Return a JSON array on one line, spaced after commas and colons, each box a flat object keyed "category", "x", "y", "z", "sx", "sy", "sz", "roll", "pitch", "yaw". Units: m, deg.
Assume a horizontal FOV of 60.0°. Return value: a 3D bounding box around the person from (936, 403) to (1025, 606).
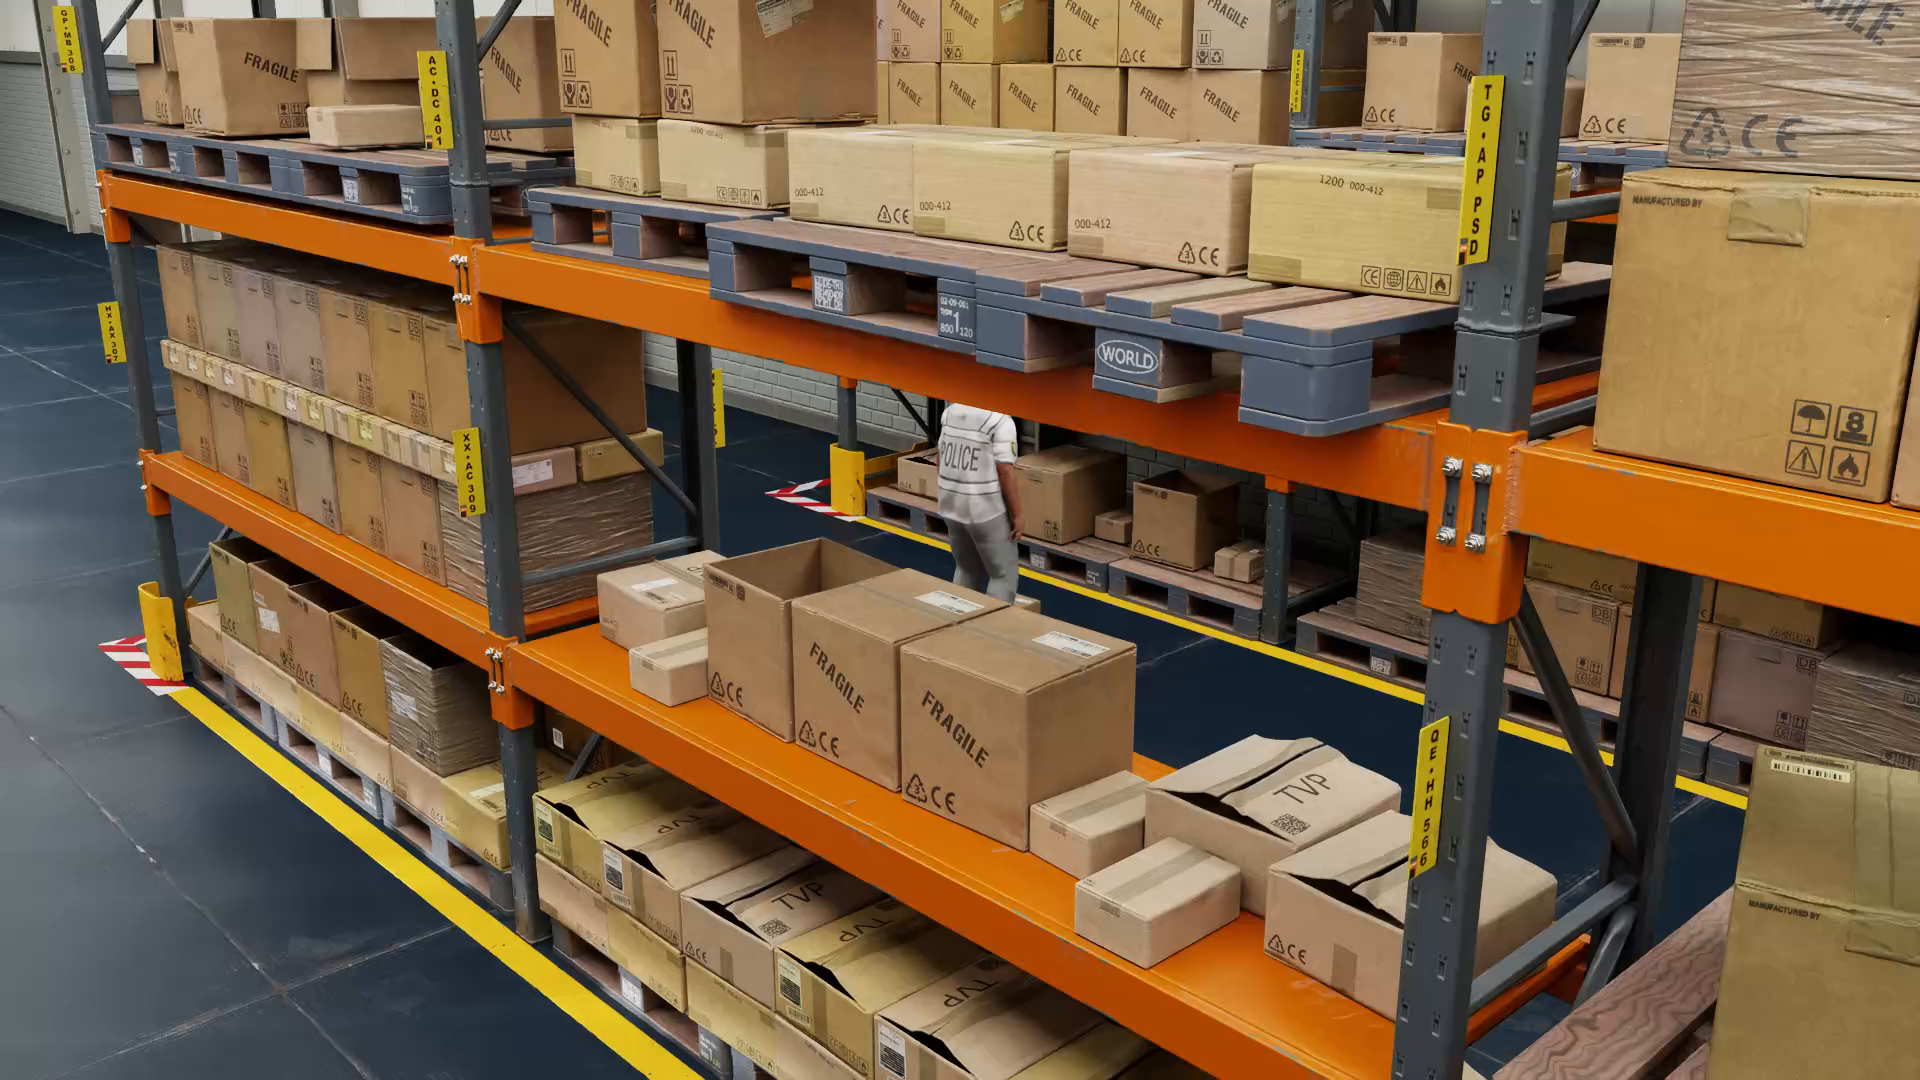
[{"category": "person", "x": 0.114, "y": -0.173, "z": 9.594, "sx": 0.596, "sy": 1.747, "sz": 0.437, "roll": 16, "pitch": 23, "yaw": 41}]
